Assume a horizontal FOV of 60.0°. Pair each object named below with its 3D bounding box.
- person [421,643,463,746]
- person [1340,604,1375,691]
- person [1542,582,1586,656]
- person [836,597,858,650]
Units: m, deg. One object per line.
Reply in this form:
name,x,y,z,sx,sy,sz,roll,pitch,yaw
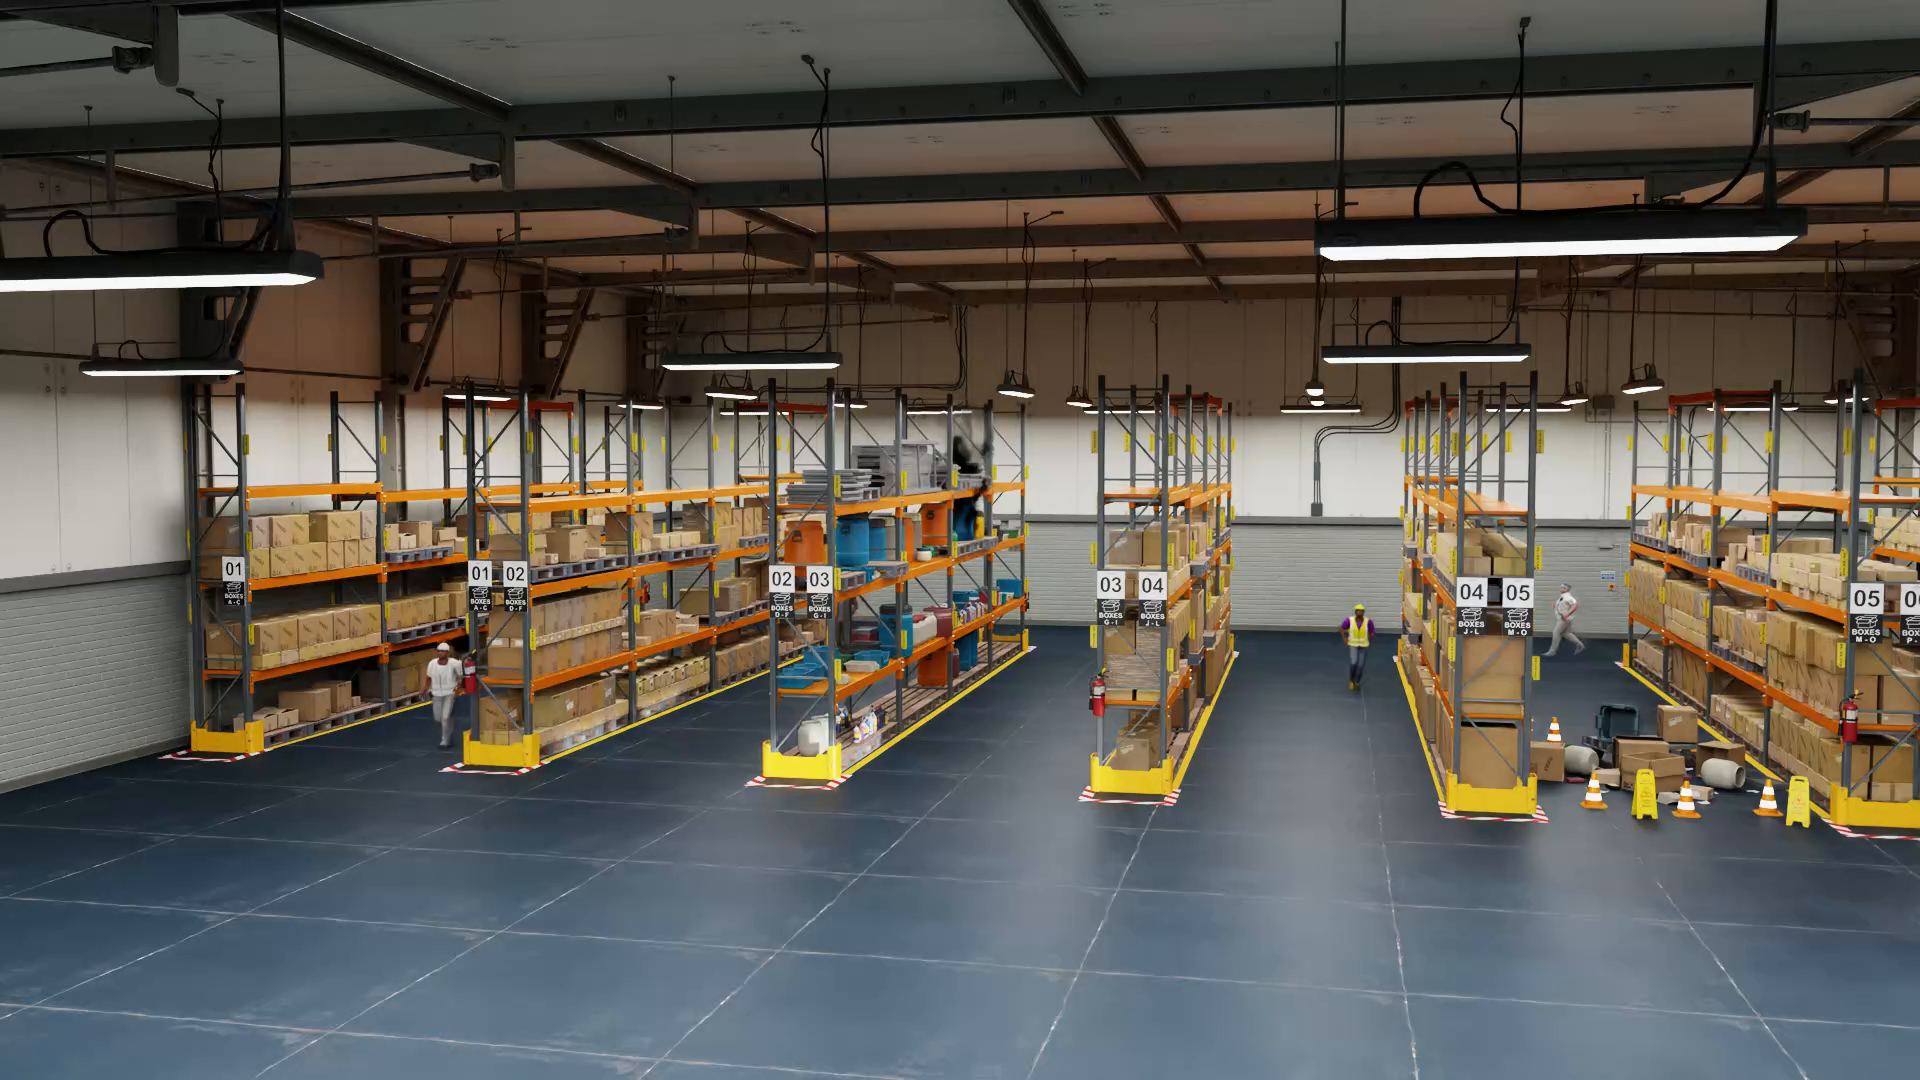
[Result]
person,-8.578,2.559,27.811,0.689,1.716,0.653,0,3,5
person,8.117,2.192,33.894,0.673,1.774,0.704,0,3,5
person,14.206,1.858,39.079,0.989,1.772,0.667,1,3,17
person,-2.599,1.770,36.351,0.705,1.757,0.616,0,3,3
